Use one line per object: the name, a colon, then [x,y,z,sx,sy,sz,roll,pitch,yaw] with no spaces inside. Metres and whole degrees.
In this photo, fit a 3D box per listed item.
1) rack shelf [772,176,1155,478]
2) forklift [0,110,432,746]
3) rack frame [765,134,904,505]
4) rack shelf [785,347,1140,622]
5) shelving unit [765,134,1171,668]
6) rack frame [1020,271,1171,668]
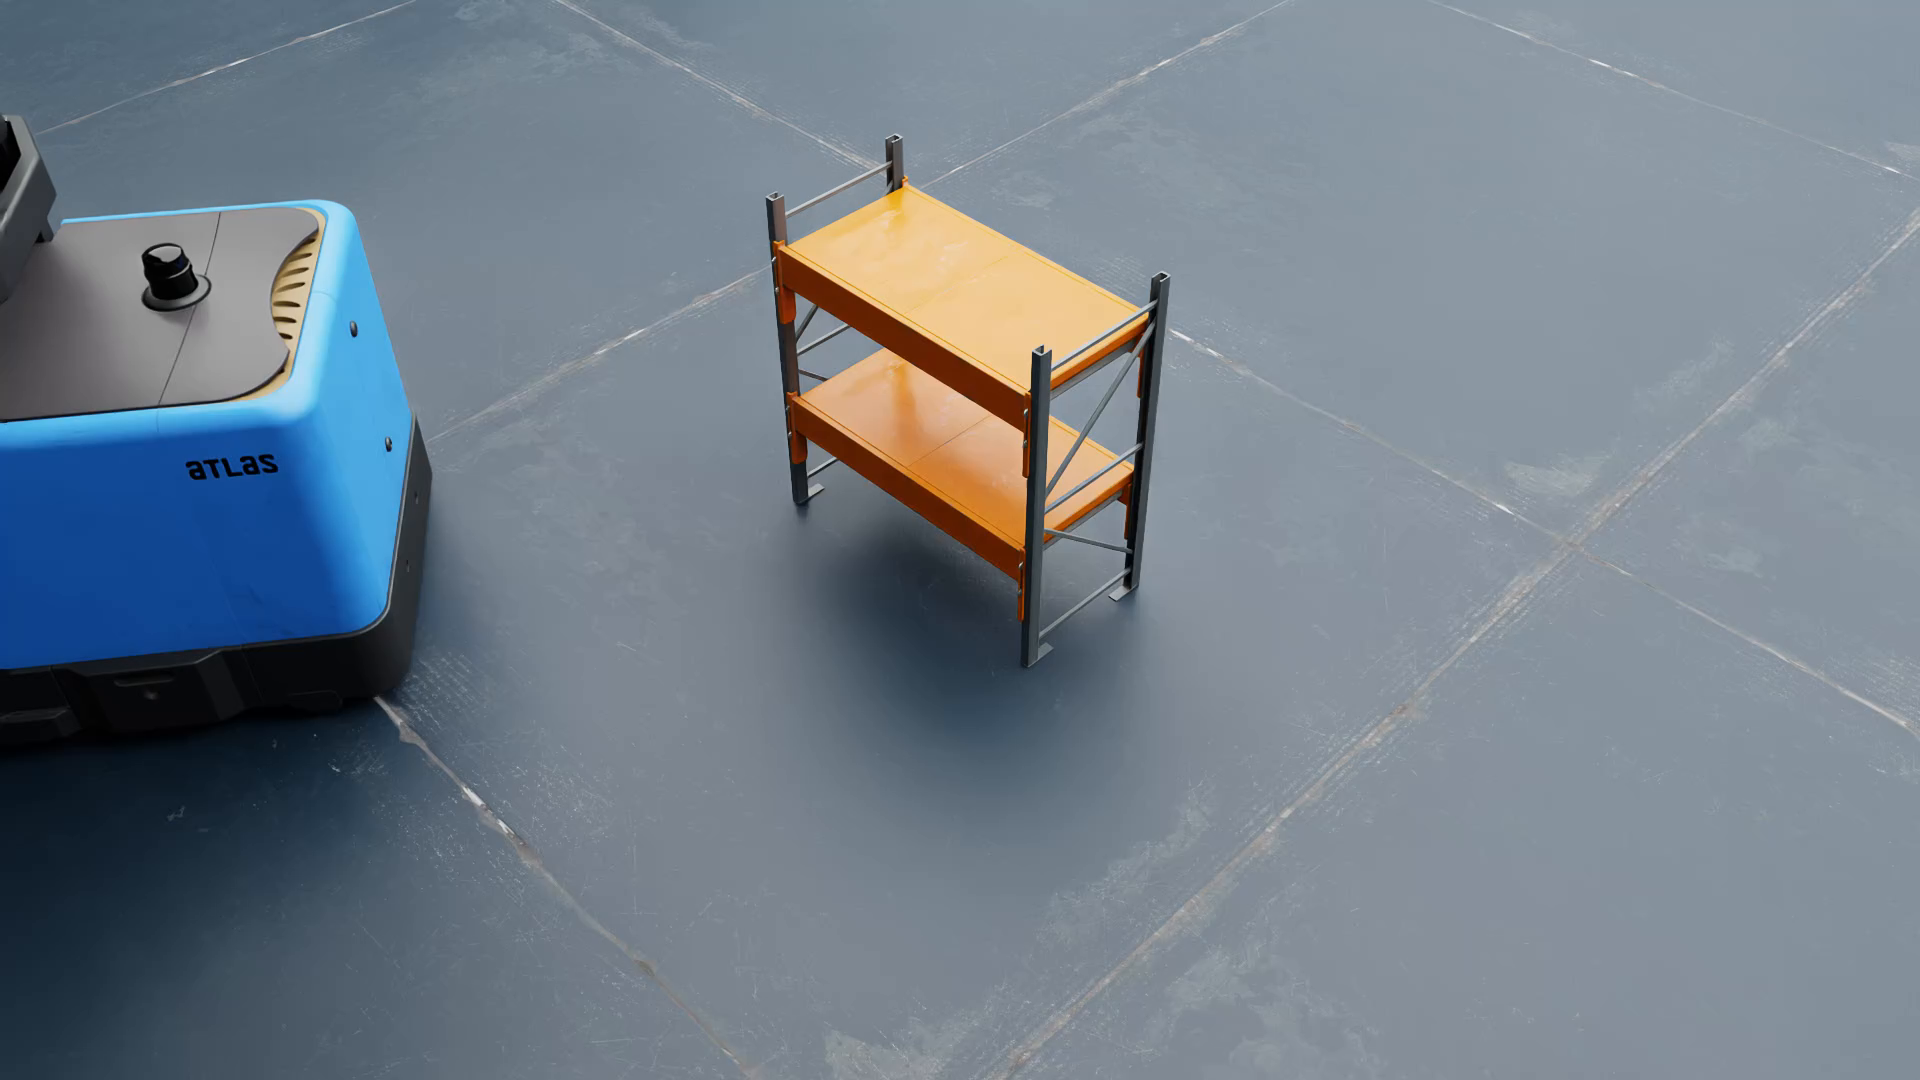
rack shelf: [0.005,-0.625,4.666,0.538,0.278,1.000,-34,53,-31]
forklift: [-3.136,-0.791,3.946,3.031,2.935,1.130,-6,43,-6]
rack frame: [-0.354,-0.654,5.129,0.500,1.125,0.032,-34,53,-31]
rack shelf: [0.005,-0.230,5.031,0.538,0.278,1.000,-34,53,-31]
shelving unit: [0.005,-0.410,4.865,0.538,1.125,1.048,-34,53,-31]
rack frame: [0.364,-0.166,4.600,0.500,1.125,0.032,-34,53,-31]
